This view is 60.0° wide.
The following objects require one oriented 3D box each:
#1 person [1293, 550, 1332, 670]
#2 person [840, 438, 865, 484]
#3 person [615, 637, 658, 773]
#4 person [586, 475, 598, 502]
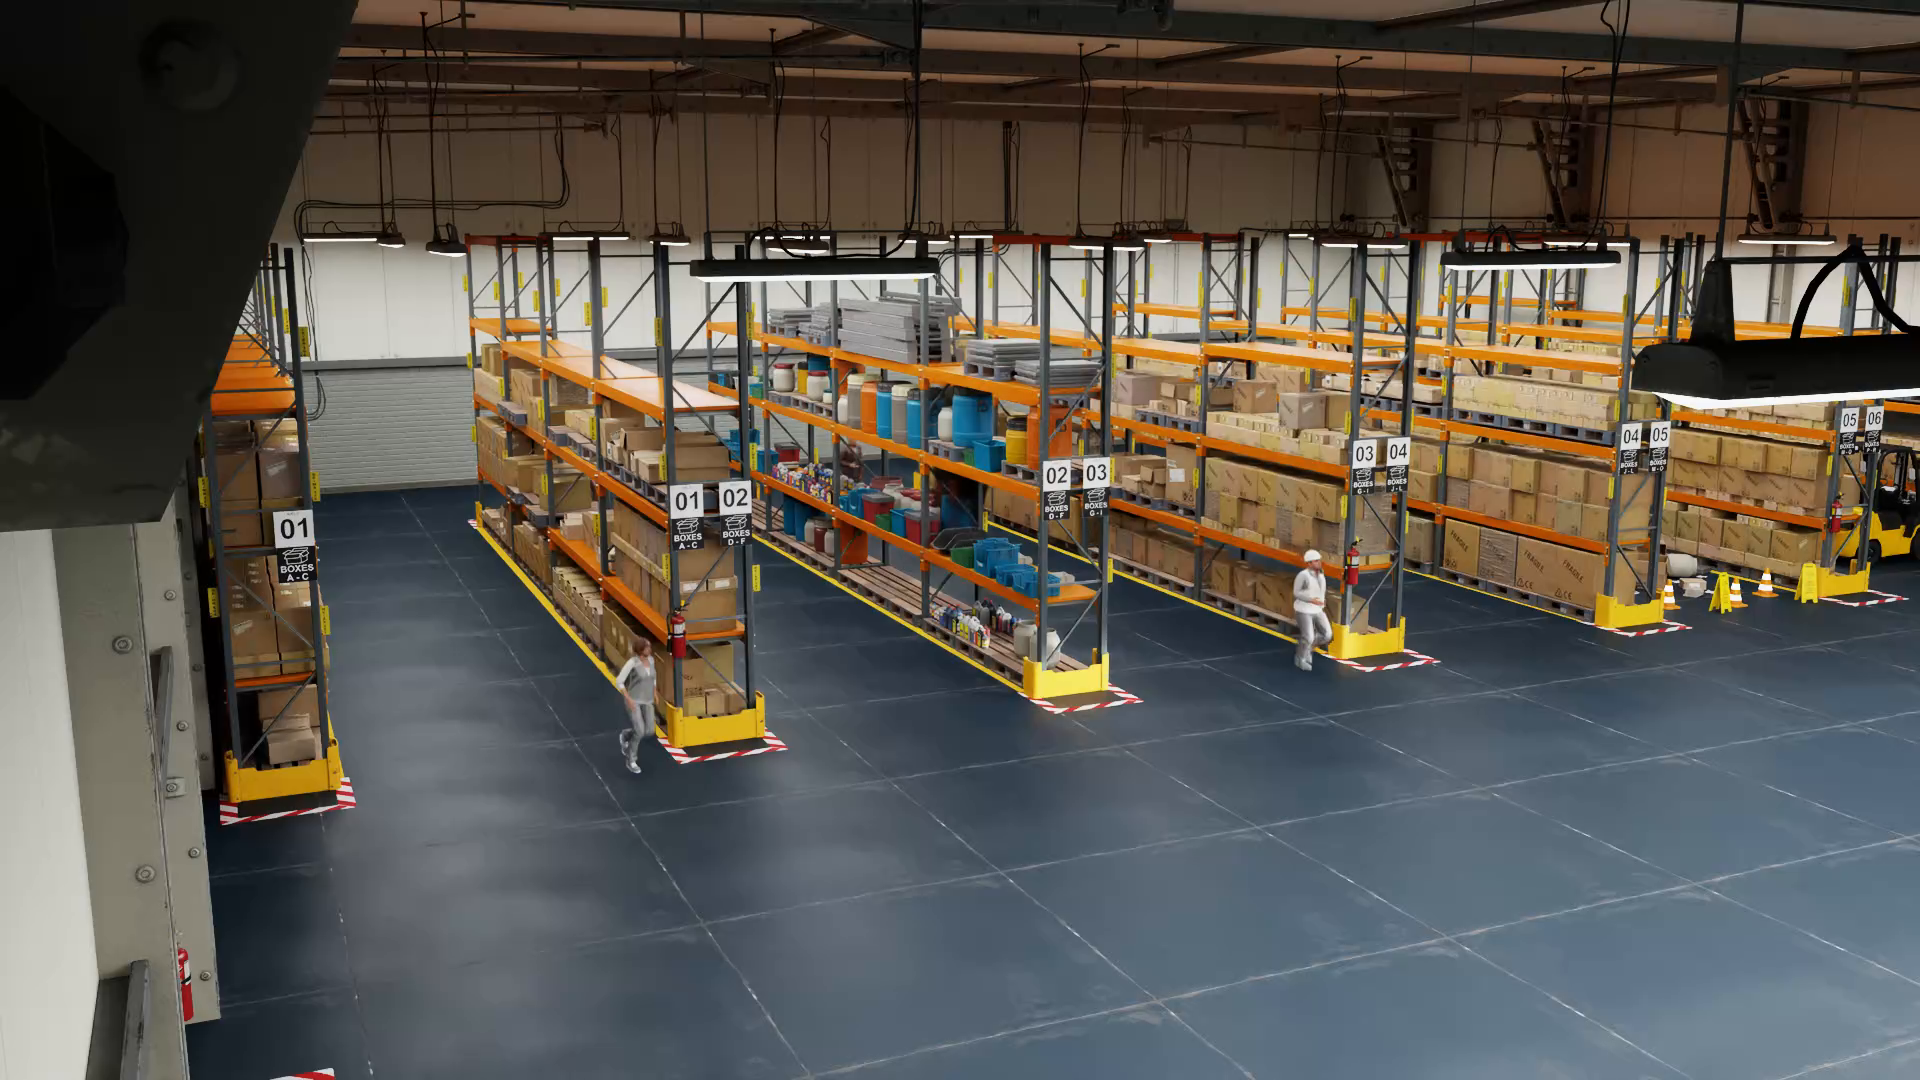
[{"bbox_3d":[4.994,0.998,23.483,0.697,1.742,0.622,-8,14,-37],"label":"person"},{"bbox_3d":[-2.330,-1.366,35.478,0.674,1.803,1.018,-7,13,-32],"label":"person"},{"bbox_3d":[-3.774,1.892,19.412,0.514,1.547,0.581,9,14,40],"label":"person"},{"bbox_3d":[-8.051,-1.296,35.641,0.724,1.684,0.654,5,12,26],"label":"person"}]
